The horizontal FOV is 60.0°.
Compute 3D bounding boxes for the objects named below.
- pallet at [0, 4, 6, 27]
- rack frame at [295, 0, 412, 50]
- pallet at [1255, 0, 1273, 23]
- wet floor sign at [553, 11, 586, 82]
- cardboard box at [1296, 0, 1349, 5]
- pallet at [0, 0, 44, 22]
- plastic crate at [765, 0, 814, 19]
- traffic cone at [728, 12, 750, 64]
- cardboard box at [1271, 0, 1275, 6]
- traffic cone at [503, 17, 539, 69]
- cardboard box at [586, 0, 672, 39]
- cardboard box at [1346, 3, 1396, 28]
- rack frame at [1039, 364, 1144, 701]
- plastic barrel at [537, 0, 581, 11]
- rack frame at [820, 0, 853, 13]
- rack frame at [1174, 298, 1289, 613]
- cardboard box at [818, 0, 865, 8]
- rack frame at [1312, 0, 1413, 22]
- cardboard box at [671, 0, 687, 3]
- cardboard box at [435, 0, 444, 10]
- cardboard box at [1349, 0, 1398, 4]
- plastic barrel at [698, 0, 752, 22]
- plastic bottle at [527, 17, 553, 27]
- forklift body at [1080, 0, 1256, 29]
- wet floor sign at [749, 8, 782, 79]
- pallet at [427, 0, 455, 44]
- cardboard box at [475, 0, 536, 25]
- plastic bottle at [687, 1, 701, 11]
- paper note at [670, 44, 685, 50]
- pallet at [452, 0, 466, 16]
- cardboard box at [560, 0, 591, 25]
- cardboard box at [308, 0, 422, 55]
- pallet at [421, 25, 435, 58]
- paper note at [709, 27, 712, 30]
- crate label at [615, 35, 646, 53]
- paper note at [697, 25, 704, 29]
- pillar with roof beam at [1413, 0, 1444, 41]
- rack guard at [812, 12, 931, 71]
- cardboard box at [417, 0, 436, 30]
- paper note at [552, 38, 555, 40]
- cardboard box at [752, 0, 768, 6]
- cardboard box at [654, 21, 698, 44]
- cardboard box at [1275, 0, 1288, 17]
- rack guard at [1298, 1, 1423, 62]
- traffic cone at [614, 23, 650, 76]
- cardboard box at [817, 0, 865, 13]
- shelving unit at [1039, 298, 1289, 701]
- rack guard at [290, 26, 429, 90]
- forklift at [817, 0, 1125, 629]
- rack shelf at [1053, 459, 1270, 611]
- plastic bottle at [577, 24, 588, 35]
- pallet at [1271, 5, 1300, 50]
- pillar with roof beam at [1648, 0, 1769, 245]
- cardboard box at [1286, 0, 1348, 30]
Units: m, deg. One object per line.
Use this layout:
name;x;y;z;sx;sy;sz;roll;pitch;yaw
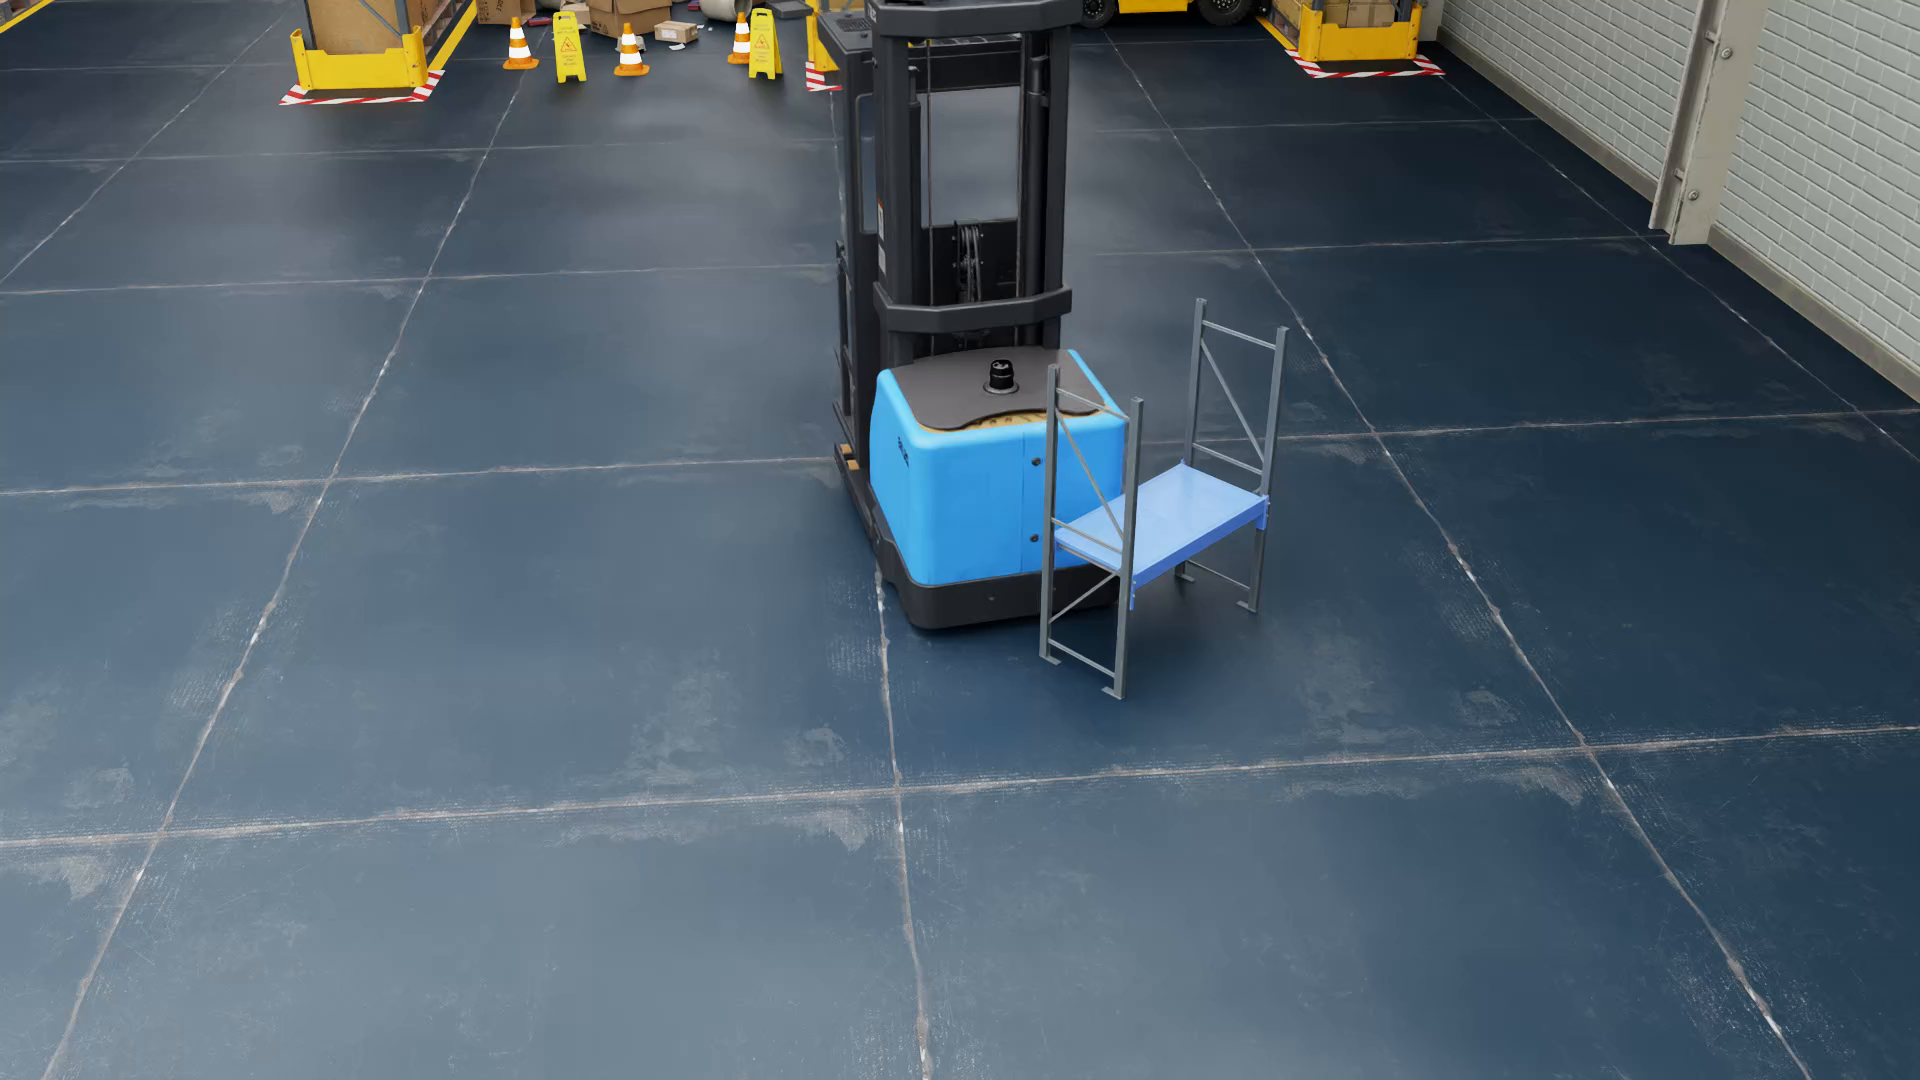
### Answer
pallet;-10.897;-5.437;17.646;1.003;0.211;1.213;-3;31;-5
rack frame;-5.791;-5.743;15.440;1.000;3.000;0.127;-3;31;-5
pallet;3.846;-6.085;18.731;1.003;0.211;1.213;-3;31;-5
wet floor sign;-3.817;-4.813;16.178;0.267;0.644;0.232;-8;32;-13
cardboard box;3.713;-5.720;17.185;0.500;0.250;0.500;-3;31;-5
pallet;-11.014;-6.061;18.691;1.003;0.211;1.213;-3;31;-5
plastic crate;-1.915;-5.980;18.684;0.402;0.080;0.583;-14;33;-22
traffic cone;-2.196;-5.101;16.838;0.336;0.463;0.334;-3;31;-5
cardboard box;3.637;-6.007;18.153;0.500;0.250;0.500;-2;31;-4
traffic cone;-4.426;-4.993;16.658;0.336;0.463;0.334;-3;31;-5
cardboard box;-3.556;-5.736;17.862;0.637;0.503;0.797;27;40;37
cardboard box;4.219;-5.532;17.358;0.500;0.250;0.500;-3;31;-4
rack frame;0.561;-0.012;7.307;0.500;1.500;0.032;27;40;37
plastic barrel;-4.531;-6.174;18.673;0.512;0.421;0.421;20;36;29
rack frame;-0.872;-6.032;15.924;1.000;3.000;0.127;-3;31;-5
rack frame;1.278;-0.381;7.926;0.500;1.500;0.032;27;40;37
cardboard box;-1.206;-5.750;16.993;0.500;0.500;0.500;-3;31;-4
rack frame;4.070;-6.272;16.325;1.000;3.000;0.127;-3;31;-5
cardboard box;-3.306;-6.382;19.175;0.396;0.266;0.258;27;40;37
cardboard box;-6.087;-6.269;17.983;0.875;0.875;0.875;-3;31;-4
cardboard box;4.233;-5.736;17.213;0.500;0.250;0.500;-2;31;-4
plastic barrel;-2.572;-5.908;18.228;0.512;0.421;0.421;20;36;29
plastic bottle;-4.579;-5.673;18.188;0.283;0.061;0.133;-14;33;-22
forklift body;2.076;-6.788;18.017;2.313;2.155;1.214;-3;31;-5
wet floor sign;-1.919;-4.873;16.279;0.267;0.644;0.232;8;32;13
pallet;-6.054;-5.572;17.873;1.003;0.211;1.213;-3;31;-5
cardboard box;-4.998;-5.970;18.255;0.500;0.500;0.500;2;31;4
plastic bottle;-2.992;-6.064;18.843;0.133;0.061;0.283;2;31;4
paper note;-2.942;-5.145;17.333;0.148;0.019;0.142;-14;33;-22
pallet;-6.171;-6.196;18.918;1.003;0.211;1.213;-3;31;-5
cardboard box;-4.170;-5.822;18.239;0.396;0.266;0.258;2;31;4
cardboard box;-5.920;-5.354;16.452;0.875;0.875;0.875;-3;31;-4
pallet;-5.943;-4.951;16.832;1.003;0.211;1.213;-3;31;-5
paper note;-2.703;-5.536;18.008;0.032;0.001;0.123;-3;31;-5
crate label;-3.405;-5.132;17.209;0.250;0.136;0.298;-20;36;-30
paper note;-2.872;-5.581;18.074;0.148;0.019;0.142;8;32;13
pillar with roof beam;0.616;-9.040;15.109;9.100;9.000;0.400;-3;31;-5
rack guard;-0.879;-4.998;16.629;1.175;0.500;0.348;-3;31;-5
cardboard box;-6.004;-5.804;17.204;0.875;0.875;0.875;-3;31;-5
paper note;-4.243;-5.329;17.643;0.144;0.017;0.142;8;32;13
cardboard box;-2.500;-6.390;18.958;0.500;0.500;0.500;20;36;29
cardboard box;-3.005;-5.380;17.612;0.380;0.149;0.250;13;33;21
cardboard box;3.674;-5.751;17.724;0.500;0.250;0.500;-3;31;-5
rack guard;4.072;-5.186;16.945;1.175;0.500;0.348;-3;31;-5
traffic cone;-3.270;-4.874;16.458;0.336;0.463;0.334;-3;31;-5
cardboard box;-1.217;-5.444;17.211;0.500;0.250;0.500;-3;31;-5
shelving unit;0.920;-0.197;7.617;0.538;1.500;1.048;27;40;37
rack guard;-5.788;-4.658;16.061;1.175;0.500;0.348;-3;31;-5
forklift;-0.081;-1.579;8.535;1.130;2.935;3.031;-7;32;-12
rack shelf;0.920;-0.042;7.709;0.538;0.185;1.000;27;40;37
plastic bottle;-4.109;-5.507;17.911;0.133;0.061;0.283;-14;33;-22
pallet;3.957;-5.463;17.690;1.003;0.211;1.213;-3;31;-5
pillar with roof beam;1.177;-5.976;9.980;9.100;9.000;0.400;-3;31;-5
cardboard box;3.711;-5.496;17.299;0.500;0.250;0.500;-3;31;-4
